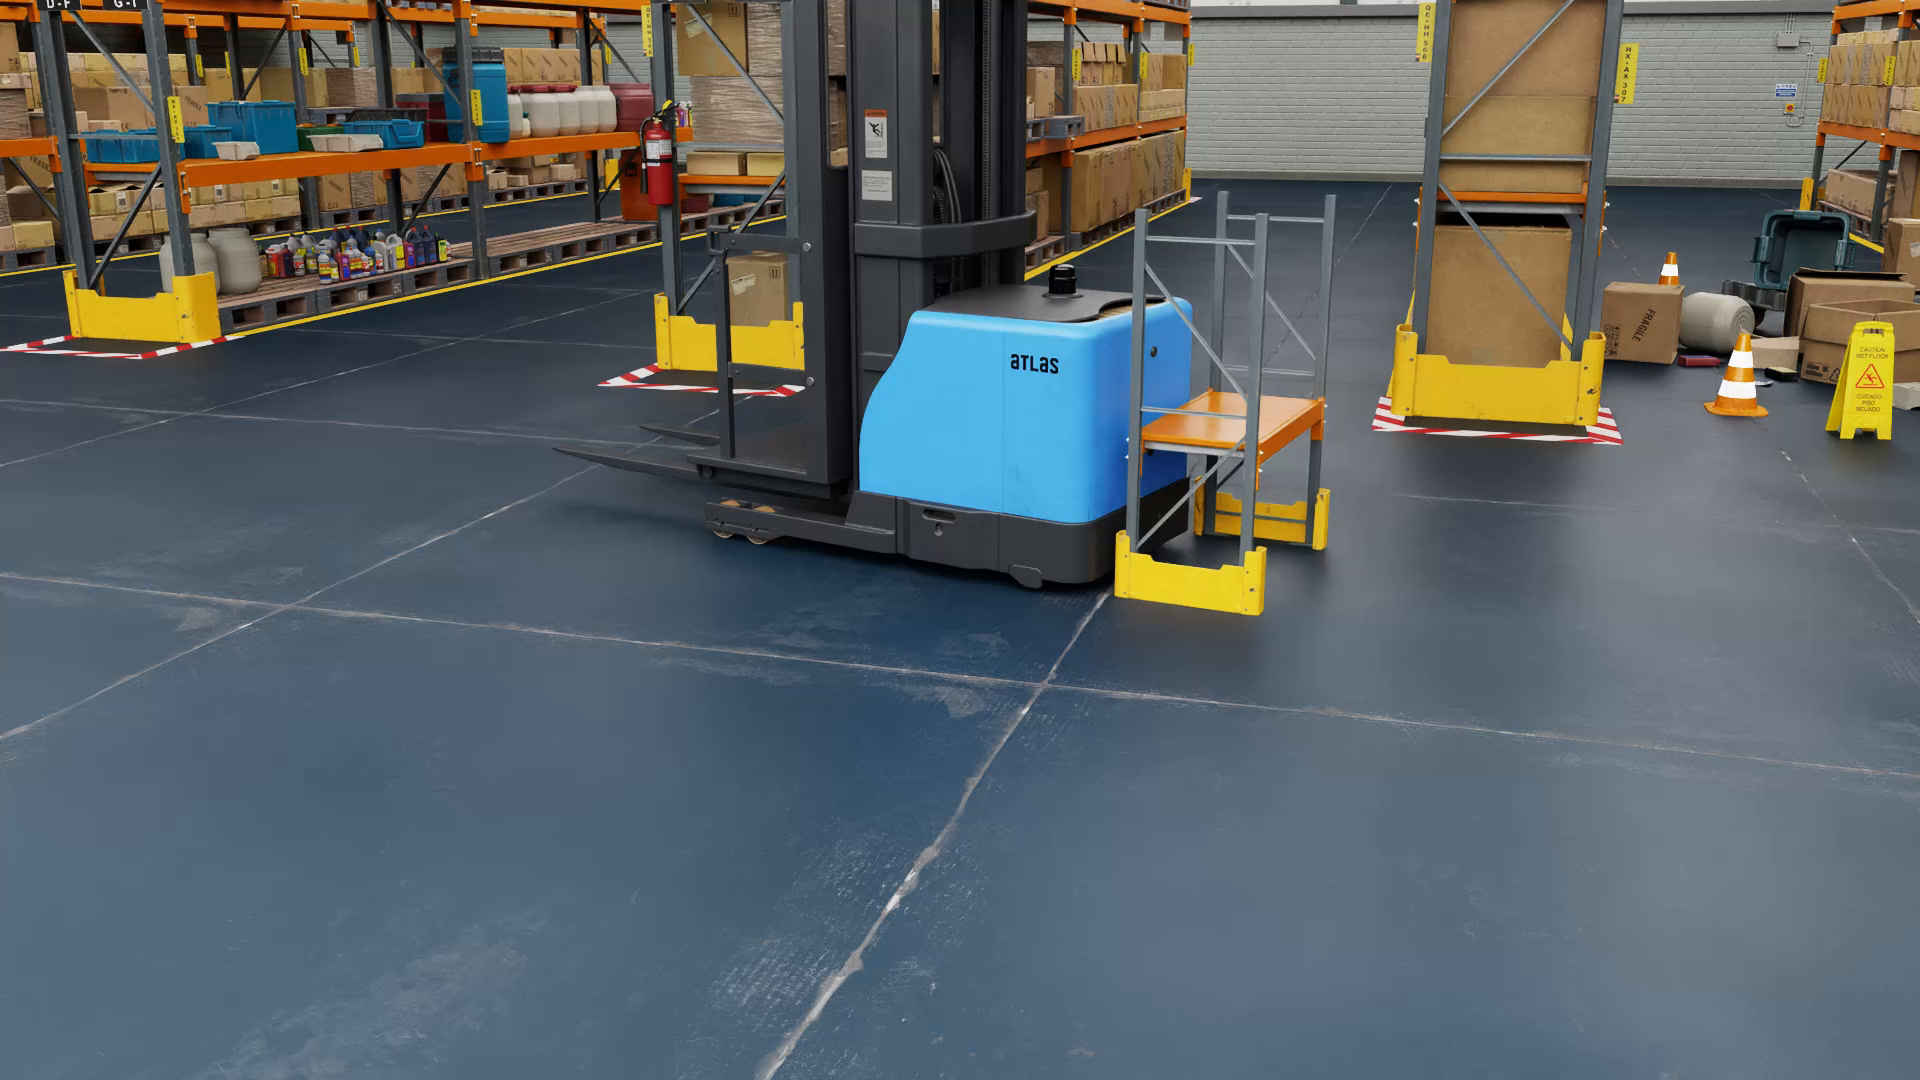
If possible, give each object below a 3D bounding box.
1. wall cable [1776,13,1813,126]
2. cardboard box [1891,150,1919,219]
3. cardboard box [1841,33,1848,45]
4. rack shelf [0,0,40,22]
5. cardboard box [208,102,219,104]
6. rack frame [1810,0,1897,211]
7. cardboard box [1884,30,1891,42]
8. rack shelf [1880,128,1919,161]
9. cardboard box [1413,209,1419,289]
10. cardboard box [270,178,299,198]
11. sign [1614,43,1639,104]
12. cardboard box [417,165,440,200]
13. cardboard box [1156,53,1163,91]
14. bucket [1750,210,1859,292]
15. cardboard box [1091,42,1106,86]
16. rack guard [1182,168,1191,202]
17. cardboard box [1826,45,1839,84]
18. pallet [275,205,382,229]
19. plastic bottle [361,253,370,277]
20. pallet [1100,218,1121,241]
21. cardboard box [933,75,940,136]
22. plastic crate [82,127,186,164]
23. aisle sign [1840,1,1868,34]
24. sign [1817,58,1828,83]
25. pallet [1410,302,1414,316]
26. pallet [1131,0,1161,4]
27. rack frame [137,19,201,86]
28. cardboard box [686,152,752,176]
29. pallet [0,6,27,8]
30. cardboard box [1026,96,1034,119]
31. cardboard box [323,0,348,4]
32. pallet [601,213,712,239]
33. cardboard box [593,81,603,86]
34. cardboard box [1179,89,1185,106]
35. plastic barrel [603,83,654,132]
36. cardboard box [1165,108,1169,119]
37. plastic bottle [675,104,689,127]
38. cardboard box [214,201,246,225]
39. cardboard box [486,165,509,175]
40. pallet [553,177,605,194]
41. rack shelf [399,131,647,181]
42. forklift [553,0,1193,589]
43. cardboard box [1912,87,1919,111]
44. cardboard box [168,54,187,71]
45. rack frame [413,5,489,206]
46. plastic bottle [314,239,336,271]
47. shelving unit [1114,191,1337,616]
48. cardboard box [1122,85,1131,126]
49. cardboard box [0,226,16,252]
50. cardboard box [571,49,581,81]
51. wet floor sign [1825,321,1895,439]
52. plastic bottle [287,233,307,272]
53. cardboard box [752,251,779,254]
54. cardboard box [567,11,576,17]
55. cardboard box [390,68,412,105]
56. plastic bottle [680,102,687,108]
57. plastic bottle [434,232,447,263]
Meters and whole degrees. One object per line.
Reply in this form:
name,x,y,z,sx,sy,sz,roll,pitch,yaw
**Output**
wall cable,14.099,-8.009,28.150,0.585,1.953,0.123,5,16,16
cardboard box,11.283,-3.993,19.035,0.875,0.875,0.875,5,17,18
cardboard box,11.963,-6.665,22.126,0.380,0.149,0.250,5,17,18
rack shelf,-10.457,-5.000,15.282,1.077,0.370,4.000,5,16,16
cardboard box,-9.192,-5.211,20.368,0.500,0.311,0.500,4,16,15
rack frame,12.519,-6.028,23.086,1.000,3.000,0.127,5,16,16
cardboard box,11.479,-6.121,20.208,0.380,0.149,0.250,4,16,15
rack shelf,10.814,-4.112,17.649,1.077,0.370,4.000,5,16,16
cardboard box,4.425,-2.535,14.124,1.050,0.750,0.750,5,16,16
cardboard box,-8.665,-4.466,20.819,0.500,0.311,0.500,5,17,17
sign,3.728,-2.610,9.301,0.100,0.325,0.005,5,16,16
cardboard box,-7.772,-5.117,23.649,0.500,0.500,0.500,5,17,17
cardboard box,2.553,-6.552,23.288,0.500,0.500,0.500,4,16,14
bucket,6.506,-2.188,12.760,0.726,0.611,0.620,11,9,35
cardboard box,1.340,-5.771,20.156,0.797,0.503,0.637,5,17,18
rack guard,3.025,-5.600,26.158,1.175,0.500,0.348,5,16,16
cardboard box,12.110,-6.454,22.571,0.500,0.500,0.500,4,16,15
pallet,-8.504,-4.324,22.186,1.003,0.211,1.213,5,16,16
plastic bottle,-5.310,-2.452,14.800,0.097,0.201,0.097,0,16,0
pallet,1.389,-3.881,20.625,1.003,0.211,1.213,5,16,16
cardboard box,-0.579,-3.735,14.274,0.875,0.500,0.500,5,16,16
plastic crate,-6.422,-3.077,12.955,0.499,0.251,0.616,5,16,16
aisle sign,12.262,-7.320,22.876,0.394,0.787,0.004,5,16,16
sign,11.989,-6.527,23.114,0.100,0.325,0.005,5,16,16
pallet,4.043,-1.712,12.978,1.003,0.211,1.213,5,16,16
pallet,2.124,-7.364,22.460,1.003,0.211,1.213,5,16,16
rack frame,-12.366,-6.903,26.168,1.000,3.000,0.127,5,16,16
cardboard box,-1.646,-2.580,11.390,0.380,0.149,0.250,5,16,16
pallet,-13.371,-7.381,22.703,1.213,0.211,1.003,5,17,18
cardboard box,0.530,-4.384,16.765,0.396,0.266,0.258,4,16,14
cardboard box,-8.516,-7.214,21.587,0.910,0.500,0.500,5,16,16
pallet,-3.820,-3.956,20.889,1.003,0.211,1.213,5,16,16
cardboard box,-6.345,-7.476,28.006,0.500,0.500,0.500,5,17,18
cardboard box,3.135,-6.720,25.255,0.500,0.250,0.500,4,16,15
plastic barrel,-3.846,-5.008,19.241,0.600,0.536,0.708,5,16,16
cardboard box,2.798,-6.157,24.001,0.380,0.149,0.250,5,17,17
plastic bottle,-3.440,-5.237,20.524,0.152,0.276,0.135,5,16,16
cardboard box,-8.957,-3.929,19.954,0.500,0.250,0.500,5,17,17
cardboard box,-7.512,-5.805,26.419,0.500,0.311,0.500,5,16,16
pallet,-6.726,-5.996,28.082,1.003,0.211,1.213,5,16,16
rack shelf,-4.573,-4.218,18.023,1.077,0.370,4.000,5,16,16
forklift,-0.528,-1.501,7.250,3.031,2.935,1.130,10,19,31
cardboard box,10.697,-4.788,18.073,0.500,0.250,0.500,5,17,17
cardboard box,-12.254,-7.322,25.508,0.500,0.250,0.500,5,17,17
rack frame,-7.616,-6.519,24.817,1.000,3.000,0.127,5,16,16
plastic bottle,-5.793,-2.598,15.177,0.152,0.276,0.135,5,16,16
shelving unit,1.102,-0.600,6.695,0.587,1.500,1.083,7,17,25
cardboard box,1.863,-5.526,21.131,0.500,0.500,0.500,5,17,18
cardboard box,-9.963,-3.037,16.810,0.500,0.250,0.500,5,16,16
cardboard box,-6.484,-7.825,27.405,0.500,0.500,0.500,5,17,17
wet floor sign,5.088,-0.906,9.341,0.267,0.644,0.232,2,16,6
plastic bottle,-5.995,-2.590,15.013,0.144,0.351,0.185,5,17,18
cardboard box,-1.198,-1.931,12.453,0.500,0.500,0.500,10,18,30
cardboard box,-6.525,-8.652,27.114,0.500,0.250,0.500,5,16,16
cardboard box,-8.058,-6.303,23.100,0.700,0.500,0.500,1,16,2
plastic bottle,-3.693,-5.680,22.086,0.152,0.276,0.135,5,16,16
plastic bottle,-4.961,-2.795,15.857,0.061,0.283,0.133,5,17,19
